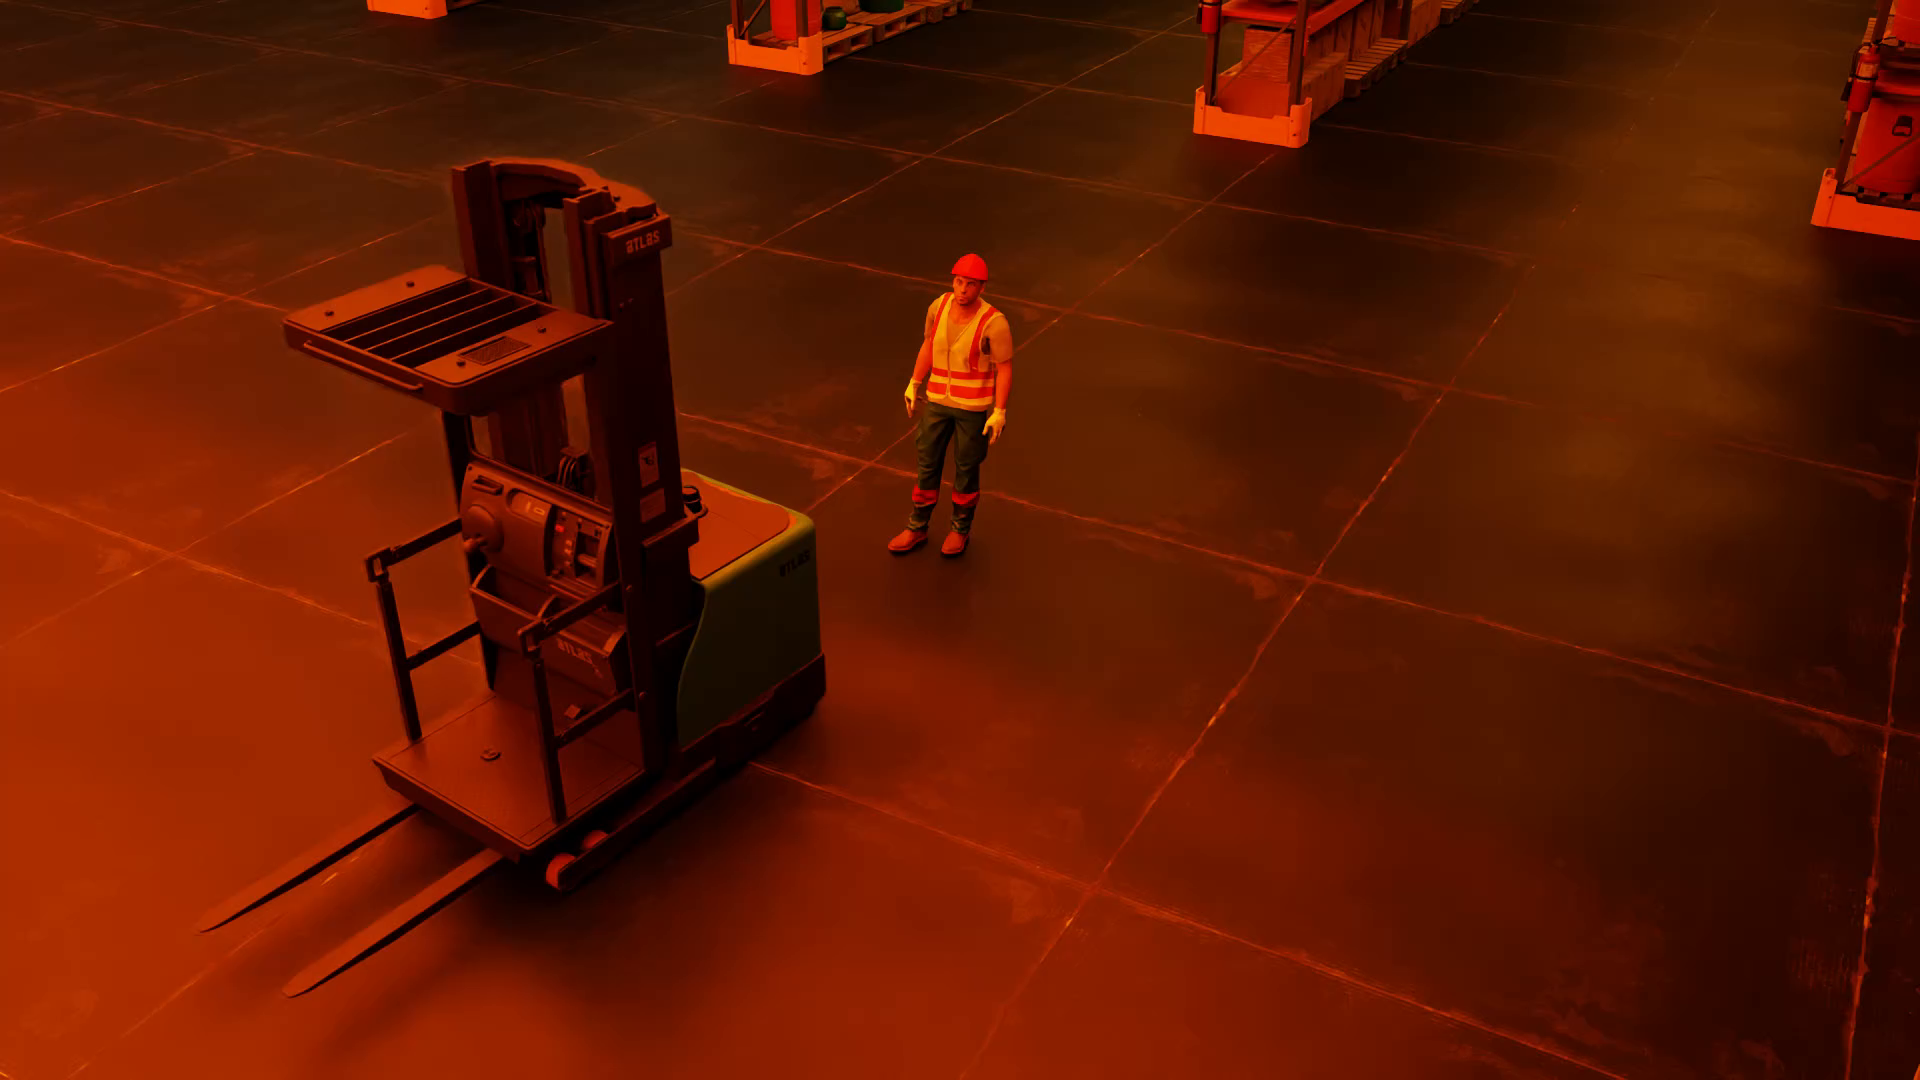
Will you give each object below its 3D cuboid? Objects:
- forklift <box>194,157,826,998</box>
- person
[{"bbox_3d":[-1.969,-0.001,7.072,1.130,2.935,3.031,20,36,31],"label":"forklift"},{"bbox_3d":[-0.049,-0.749,9.497,0.637,1.787,0.564,15,33,25],"label":"person"}]
